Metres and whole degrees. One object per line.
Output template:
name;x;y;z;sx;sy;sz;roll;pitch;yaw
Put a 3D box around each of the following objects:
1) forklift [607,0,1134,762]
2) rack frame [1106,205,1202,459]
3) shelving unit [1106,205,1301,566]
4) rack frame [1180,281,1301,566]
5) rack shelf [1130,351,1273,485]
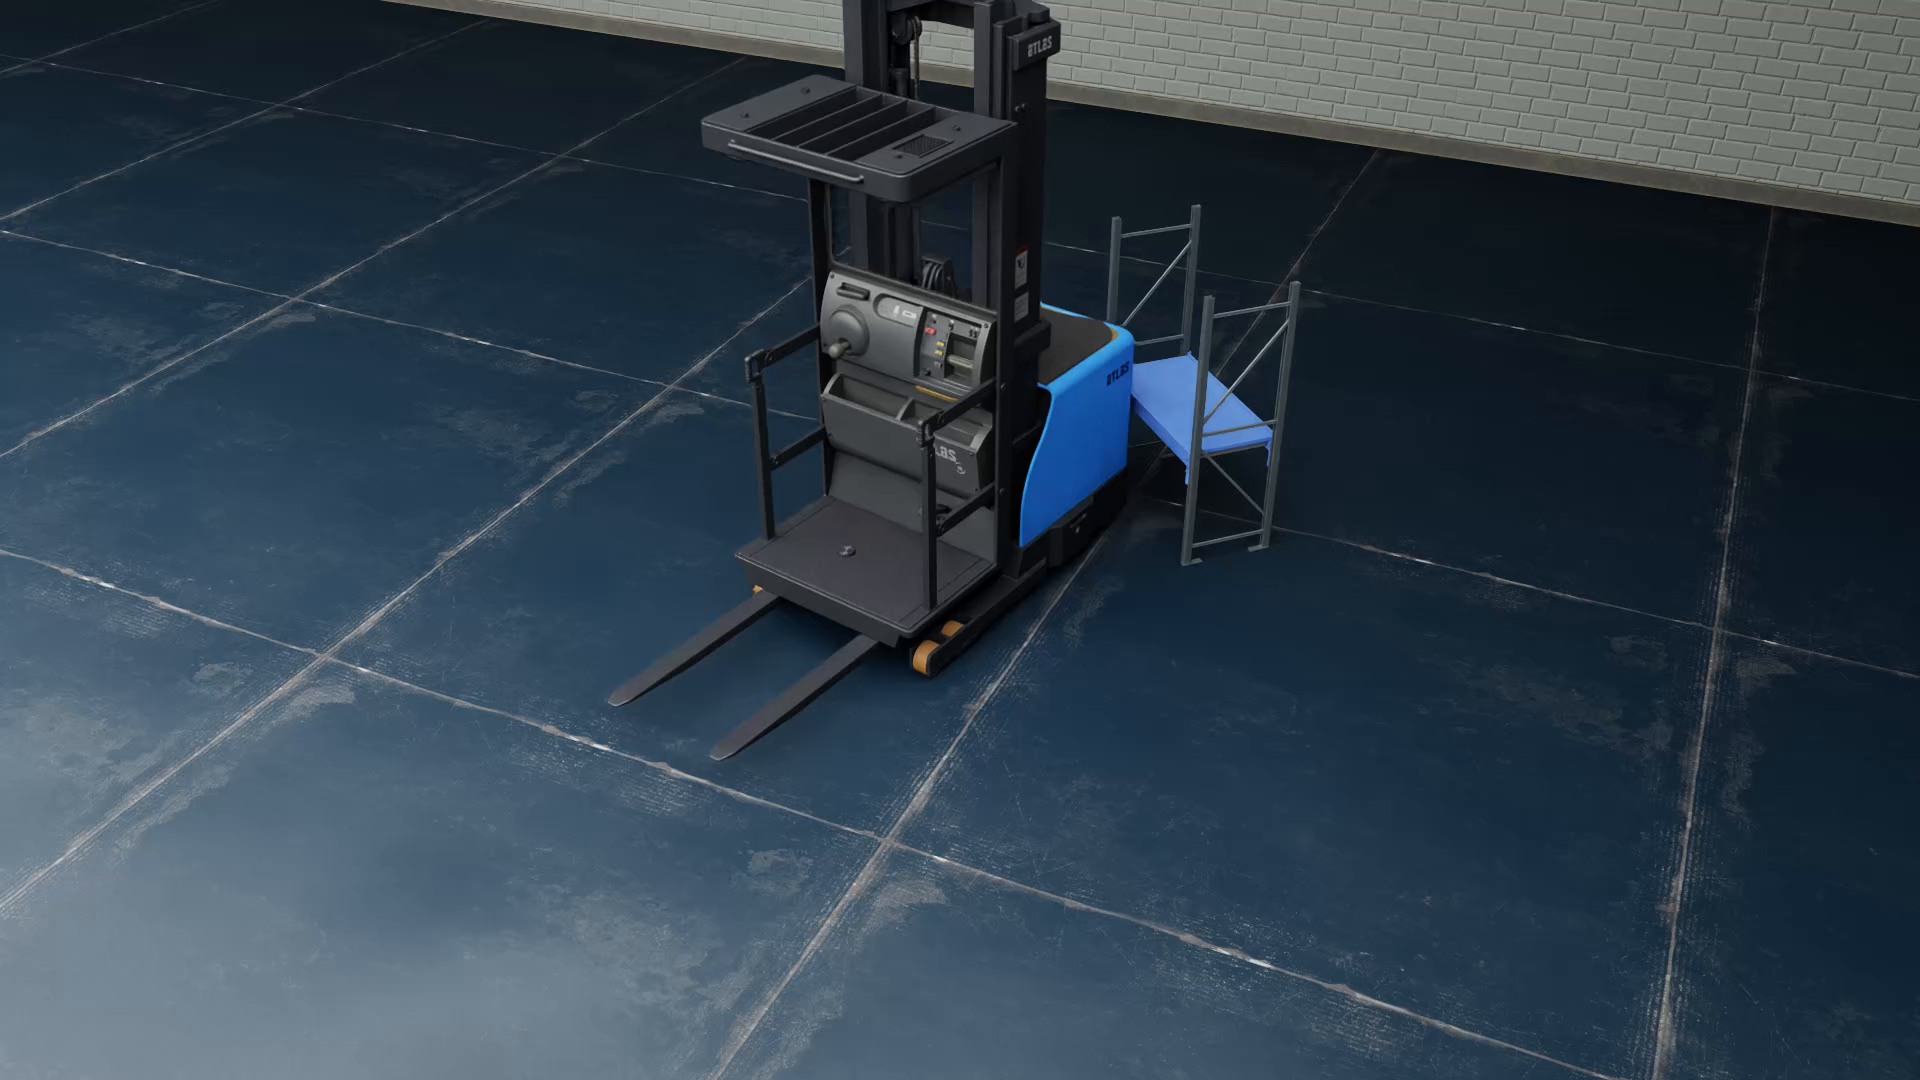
forklift;-0.379;-0.893;7.440;1.130;2.935;3.031;22;39;30
rack frame;1.020;-1.070;9.013;0.500;1.500;0.032;-12;35;-17
shelving unit;1.198;-0.808;8.615;0.538;1.500;1.048;-12;35;-17
rack frame;1.375;-0.547;8.217;0.500;1.500;0.032;-12;35;-17
rack shelf;1.198;-0.658;8.714;0.538;0.185;1.000;-12;35;-17
